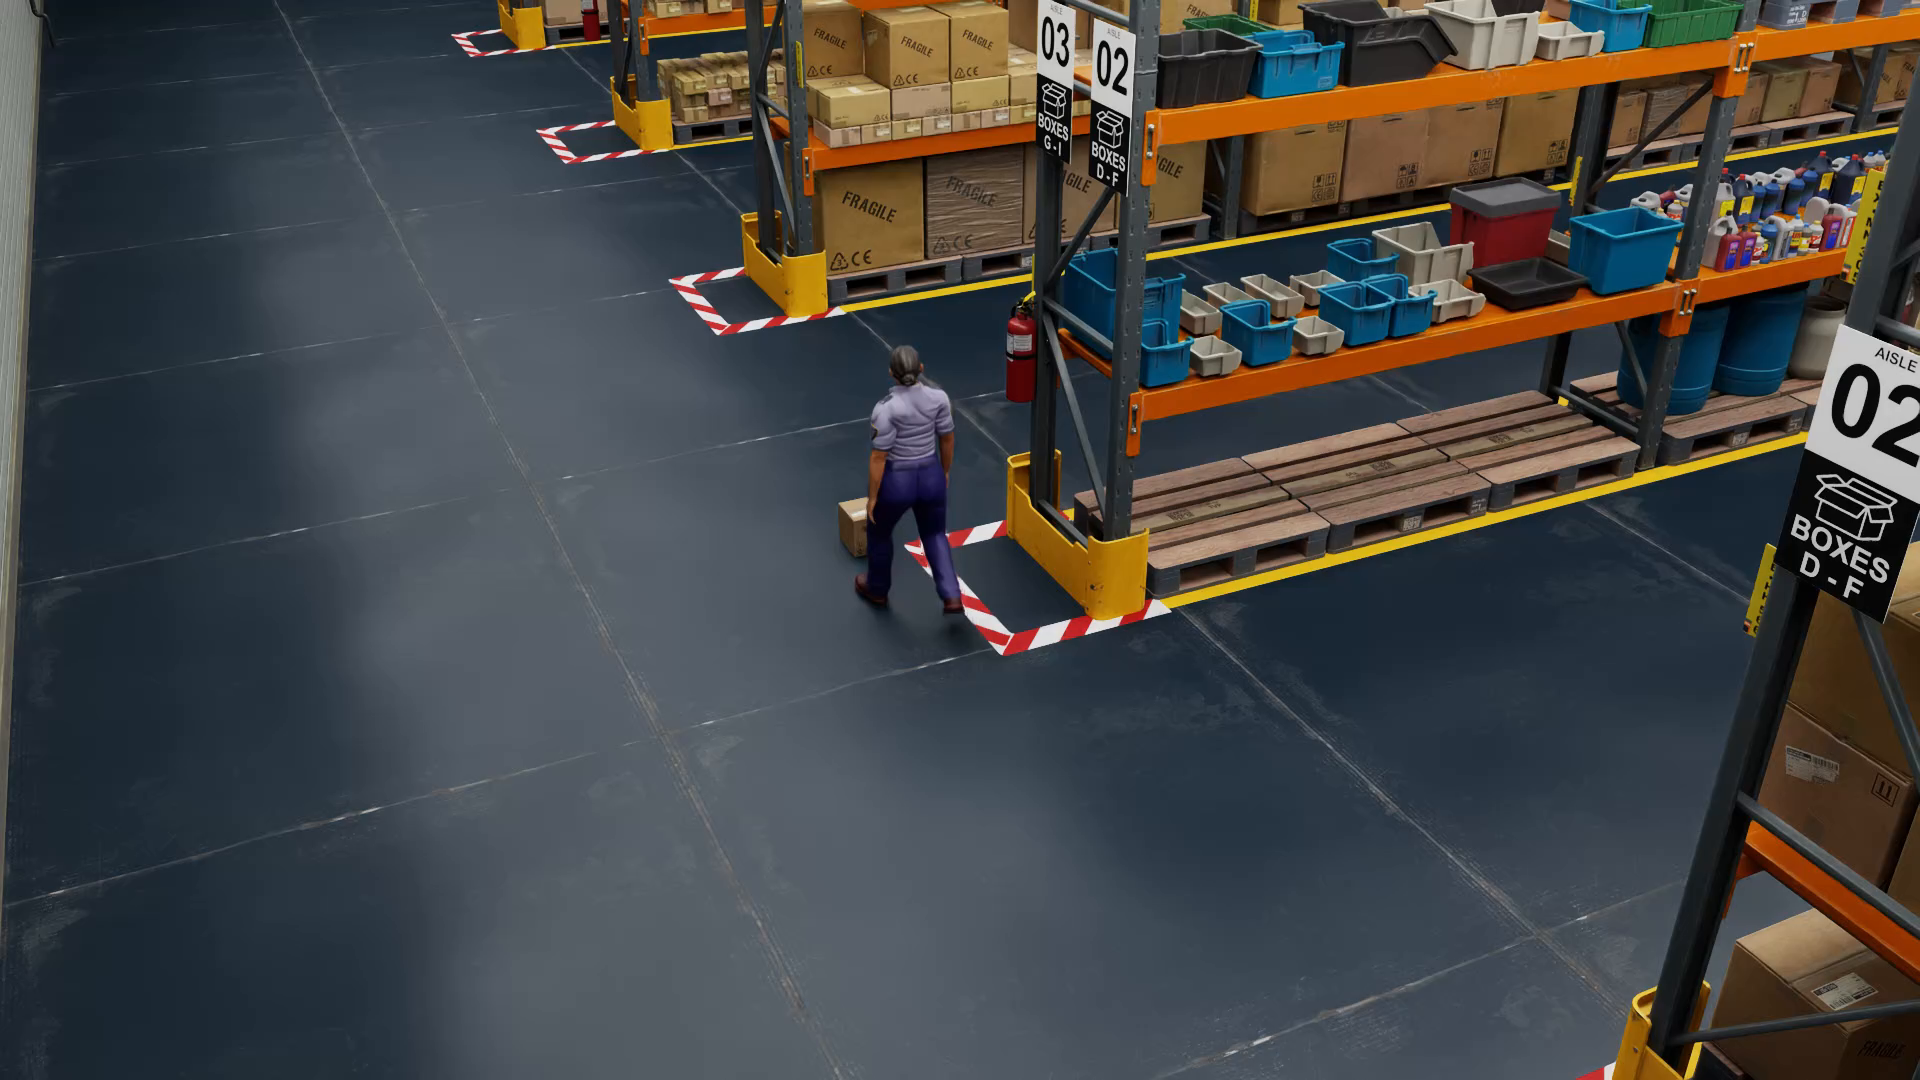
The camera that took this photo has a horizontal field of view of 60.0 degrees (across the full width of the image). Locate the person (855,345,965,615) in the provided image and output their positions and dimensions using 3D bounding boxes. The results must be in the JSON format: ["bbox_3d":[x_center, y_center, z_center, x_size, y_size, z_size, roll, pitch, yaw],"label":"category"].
[{"bbox_3d":[-0.274,-0.317,9.018,0.504,1.615,0.818,-14,33,-23],"label":"person"}]
